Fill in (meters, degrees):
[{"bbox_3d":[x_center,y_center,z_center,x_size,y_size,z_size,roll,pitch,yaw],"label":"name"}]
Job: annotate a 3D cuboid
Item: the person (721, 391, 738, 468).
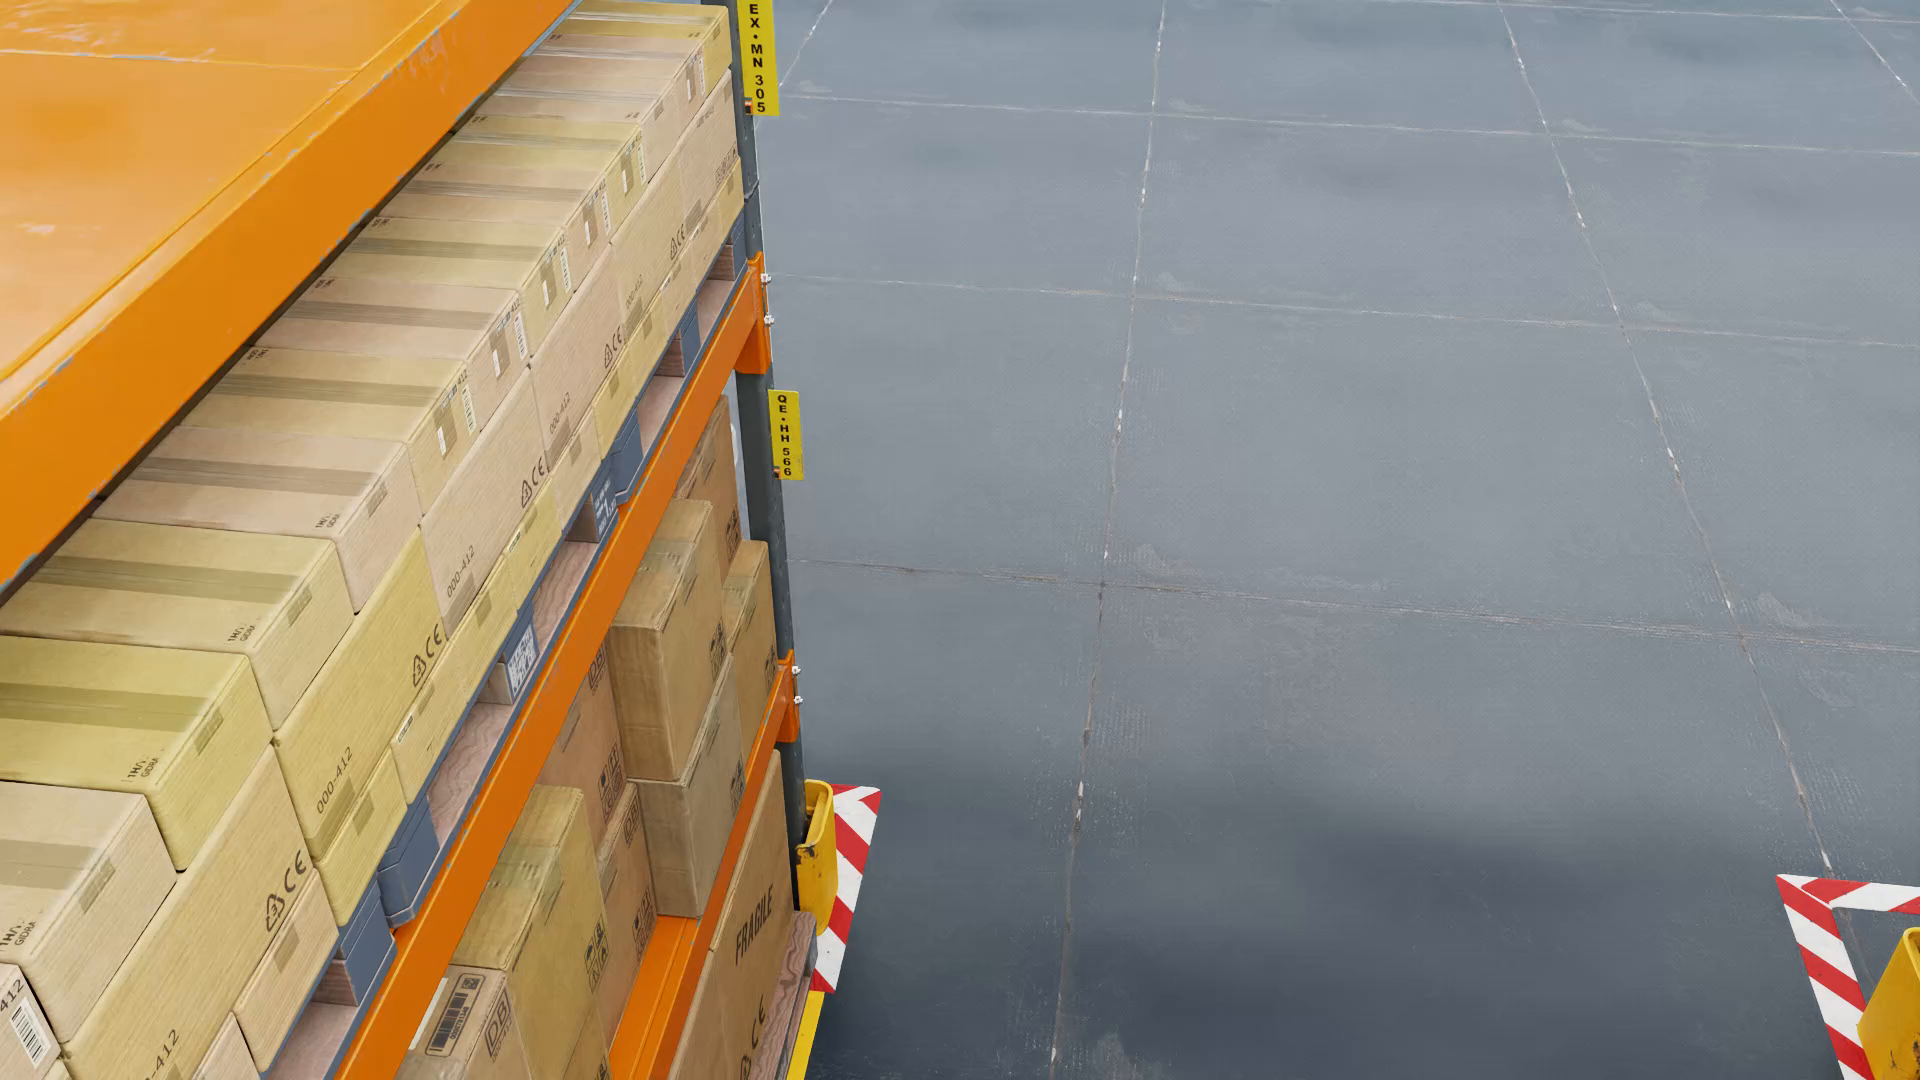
[{"bbox_3d":[-1.187,-0.303,7.447,0.375,1.663,0.528,4,37,6],"label":"person"}]
